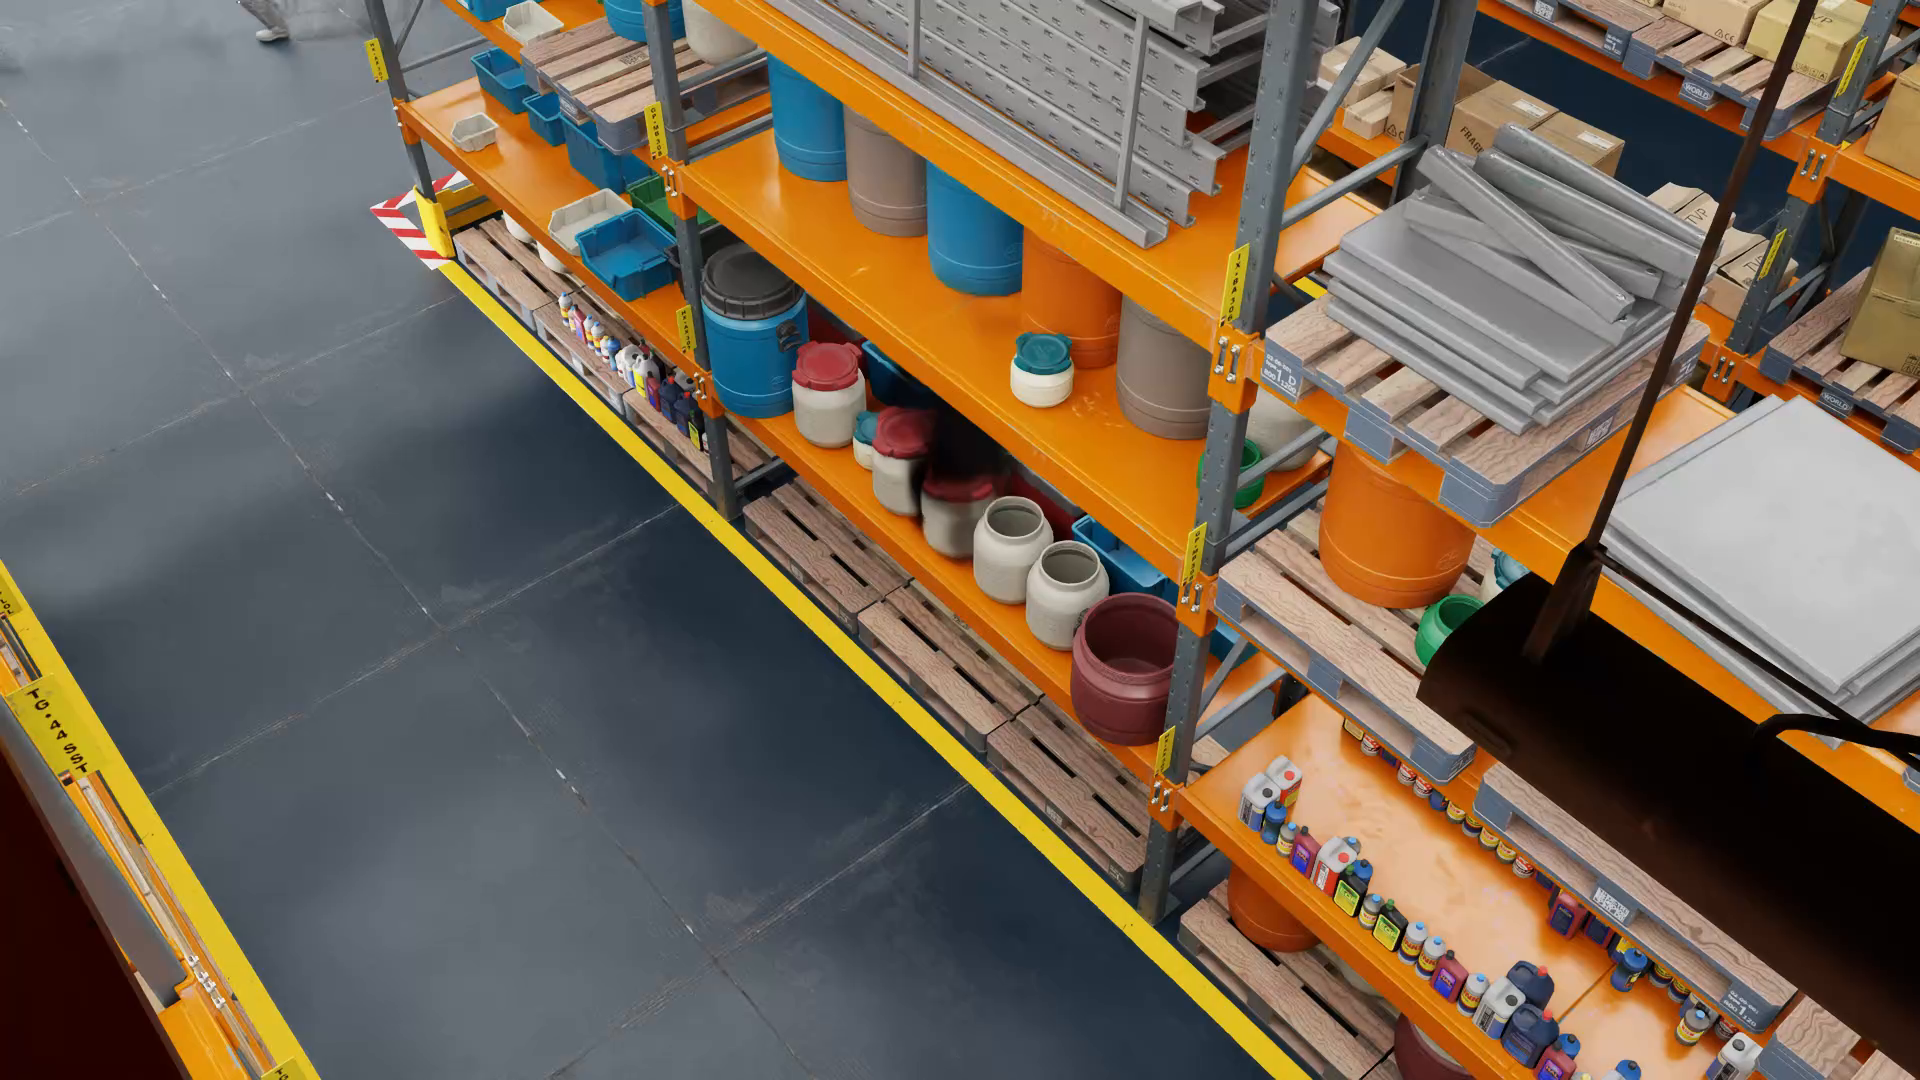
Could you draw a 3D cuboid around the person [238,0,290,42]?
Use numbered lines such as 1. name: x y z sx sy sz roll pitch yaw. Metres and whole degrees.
1. person: -6.464 -5.214 14.766 0.575 1.675 0.645 -15 48 -14
